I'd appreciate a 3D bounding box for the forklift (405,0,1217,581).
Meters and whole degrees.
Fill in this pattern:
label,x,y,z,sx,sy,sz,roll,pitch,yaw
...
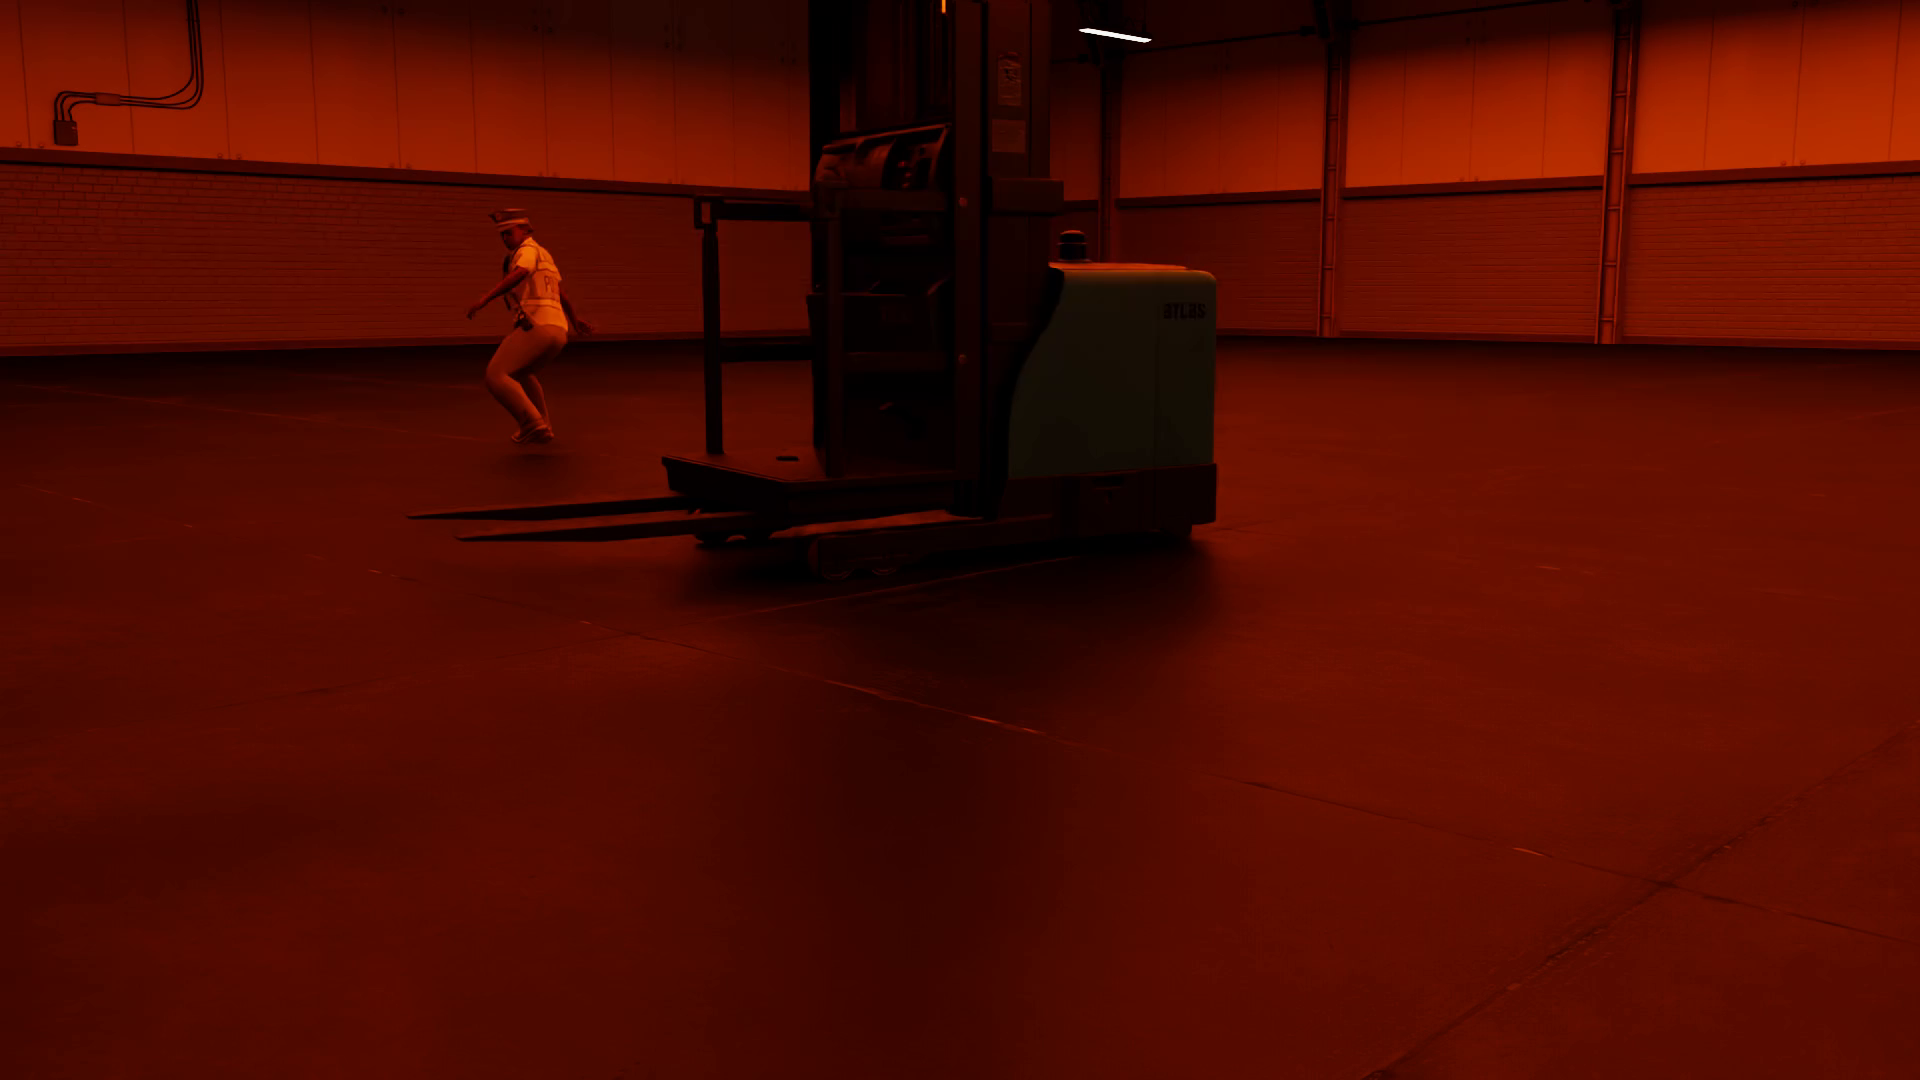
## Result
label,x,y,z,sx,sy,sz,roll,pitch,yaw
forklift,-0.480,-1.396,6.141,3.031,2.935,1.130,-5,10,-32

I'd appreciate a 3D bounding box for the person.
label,x,y,z,sx,sy,sz,roll,pitch,yaw
person,-2.712,-1.299,10.556,0.503,1.575,1.106,1,9,8
